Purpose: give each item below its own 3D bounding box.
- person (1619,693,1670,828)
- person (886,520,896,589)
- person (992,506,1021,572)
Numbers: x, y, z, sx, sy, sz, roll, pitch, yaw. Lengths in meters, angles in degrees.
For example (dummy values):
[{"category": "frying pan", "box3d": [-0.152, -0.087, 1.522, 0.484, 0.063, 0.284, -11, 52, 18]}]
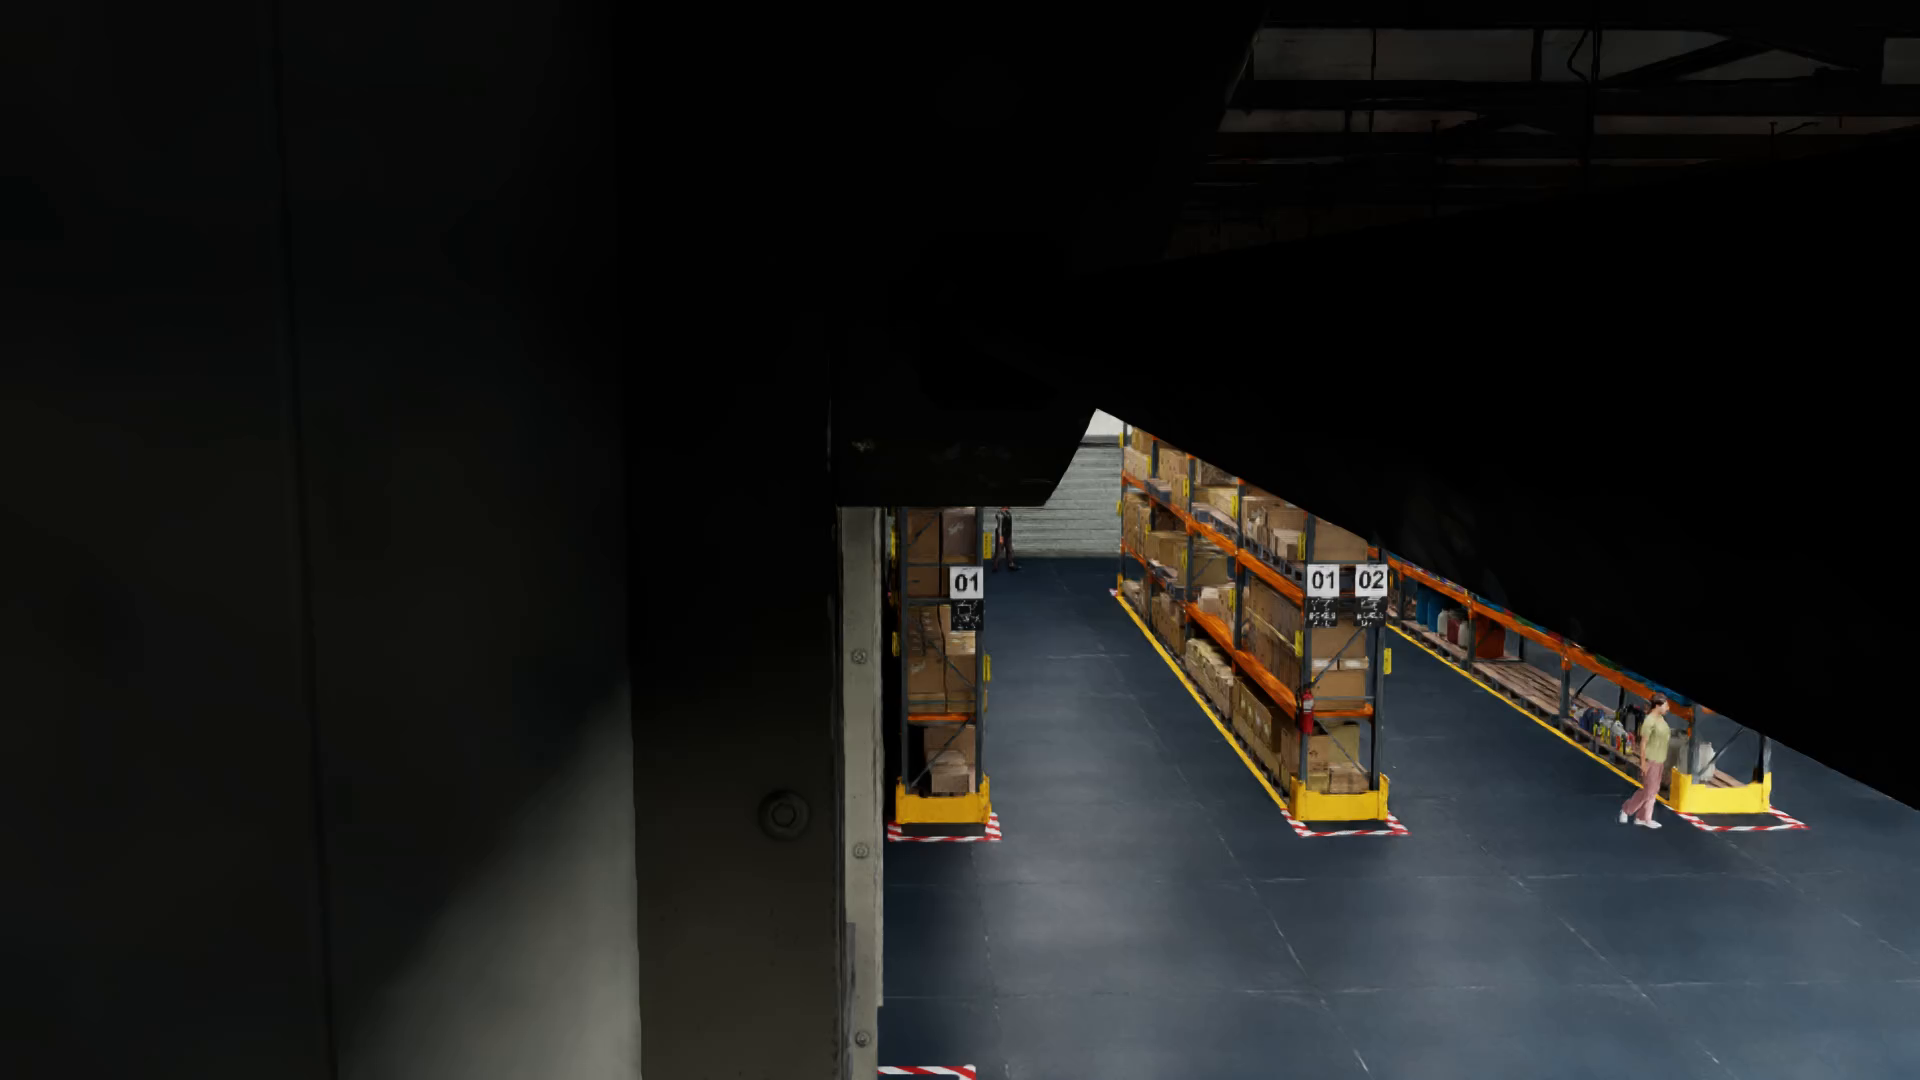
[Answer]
[{"category": "person", "box3d": [8.311, 2.678, 20.190, 0.603, 1.667, 0.457, -8, 11, -44]}, {"category": "person", "box3d": [-1.356, 0.253, 37.391, 0.522, 1.650, 0.683, 5, 9, 30]}, {"category": "person", "box3d": [1.075, -0.106, 39.690, 0.529, 1.715, 0.723, 5, 9, 31]}]
